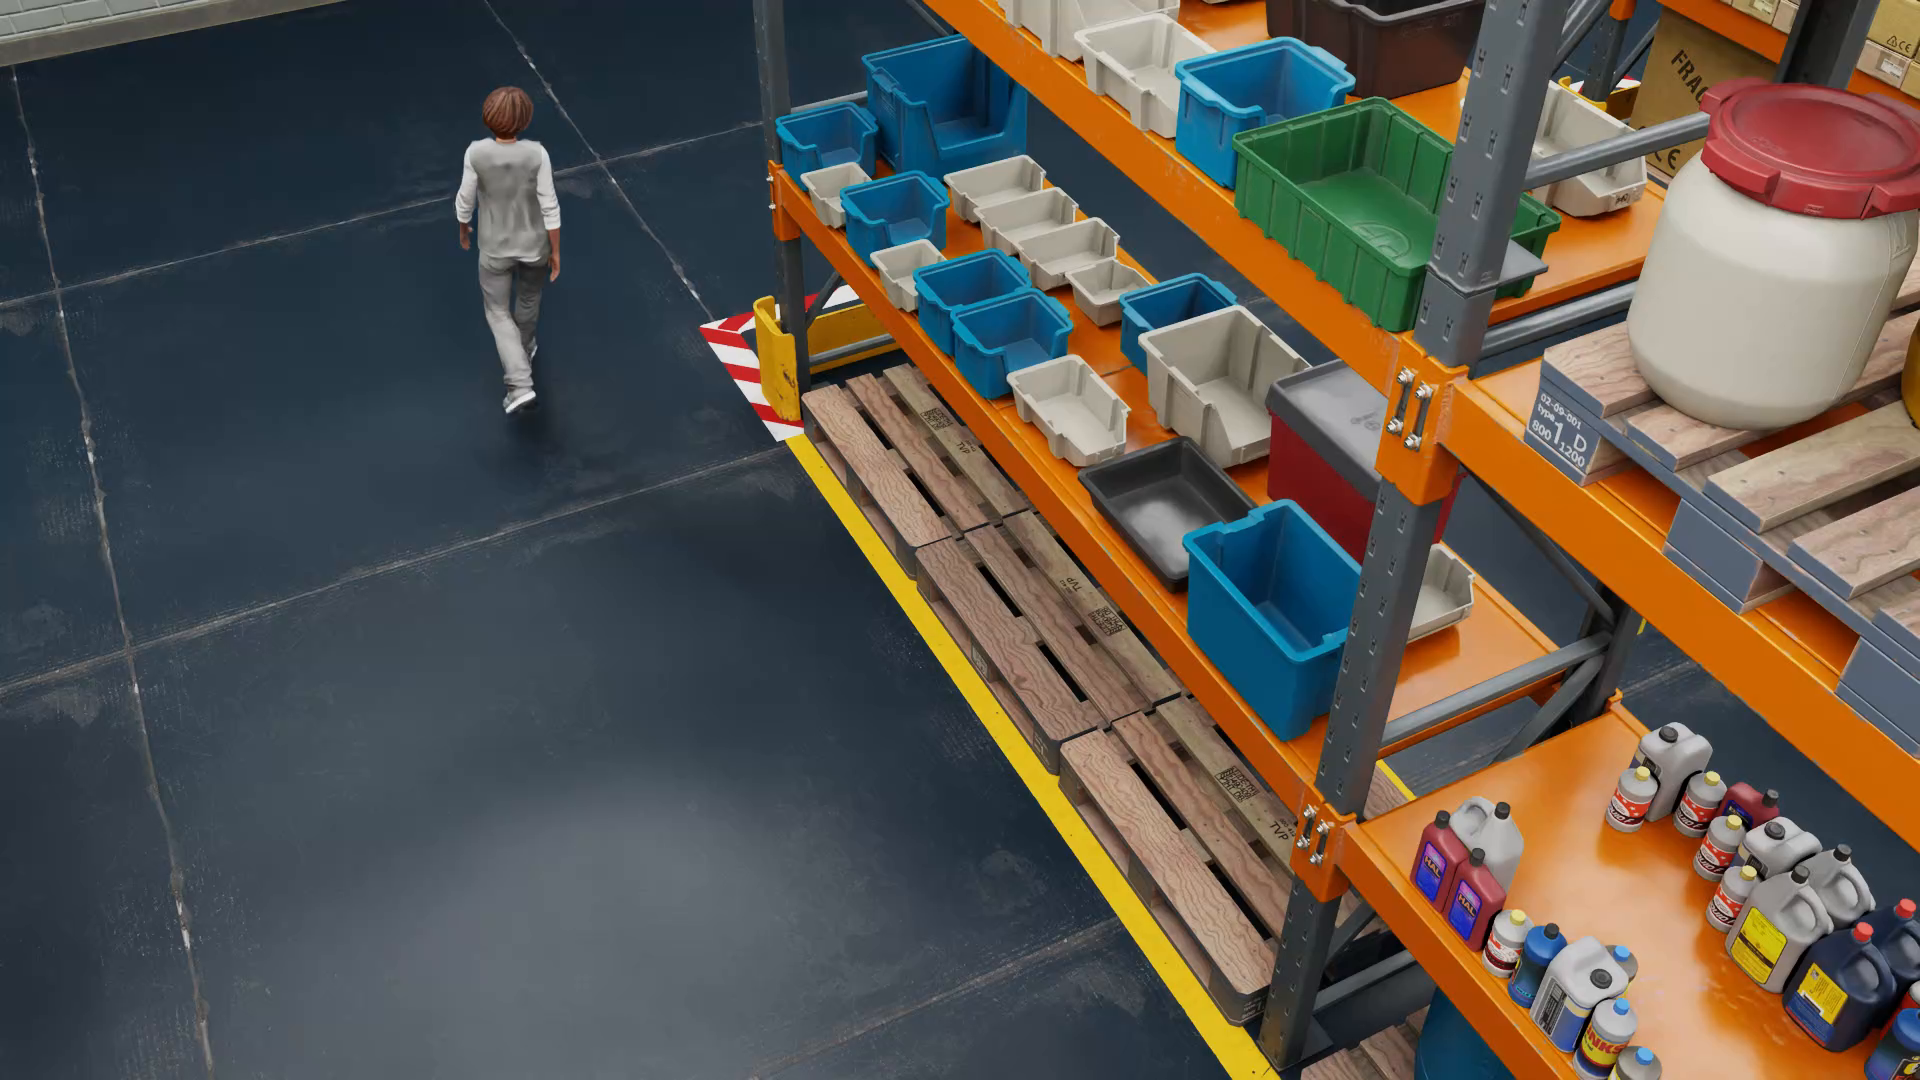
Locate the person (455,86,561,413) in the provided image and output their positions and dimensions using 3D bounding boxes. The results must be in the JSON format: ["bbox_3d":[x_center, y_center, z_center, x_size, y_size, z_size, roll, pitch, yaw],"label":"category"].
[{"bbox_3d":[-2.053,-1.332,7.653,0.479,1.540,0.806,-10,43,-11],"label":"person"}]
